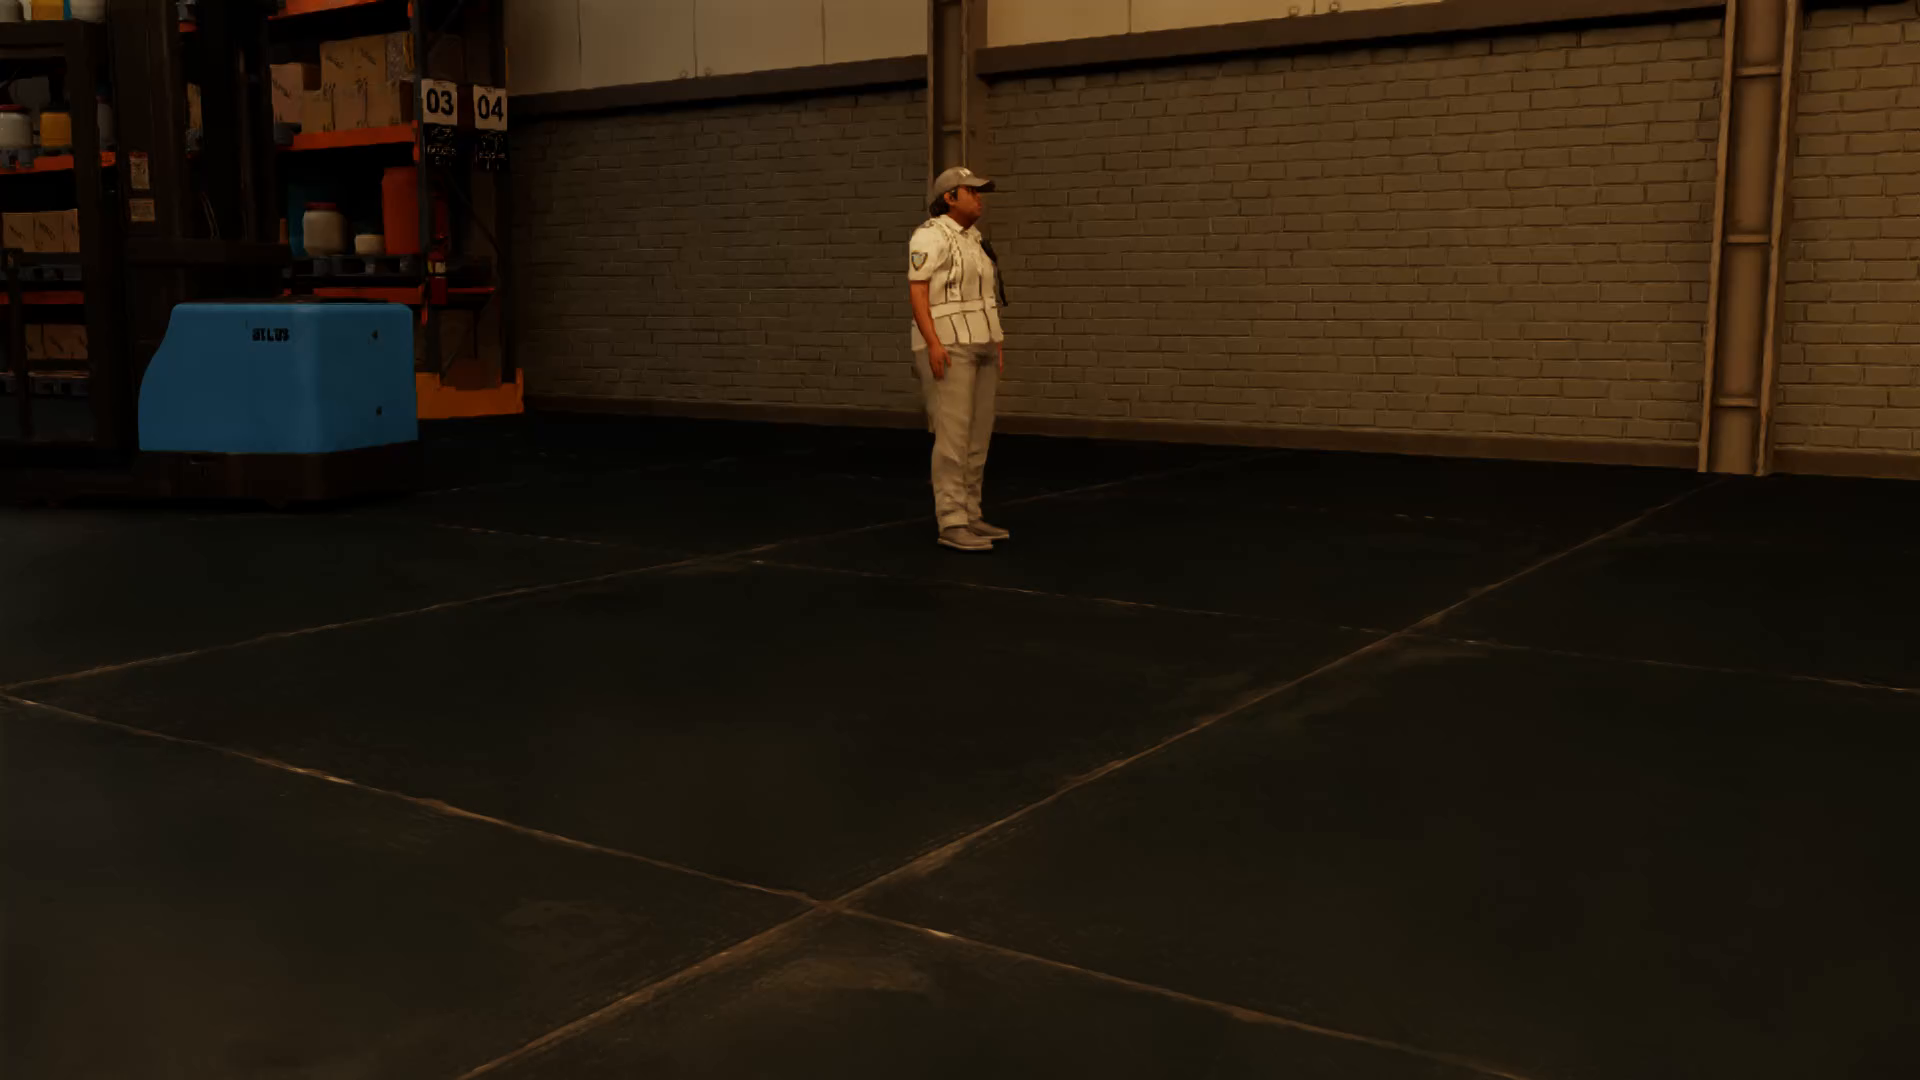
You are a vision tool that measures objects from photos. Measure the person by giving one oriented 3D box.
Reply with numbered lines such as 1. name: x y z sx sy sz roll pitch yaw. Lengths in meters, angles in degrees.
1. person: 0.051 -0.823 7.424 0.529 1.669 0.598 5 10 34

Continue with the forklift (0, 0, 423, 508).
1. forklift: -4.615 -1.700 9.146 3.031 2.935 1.130 2 8 14
